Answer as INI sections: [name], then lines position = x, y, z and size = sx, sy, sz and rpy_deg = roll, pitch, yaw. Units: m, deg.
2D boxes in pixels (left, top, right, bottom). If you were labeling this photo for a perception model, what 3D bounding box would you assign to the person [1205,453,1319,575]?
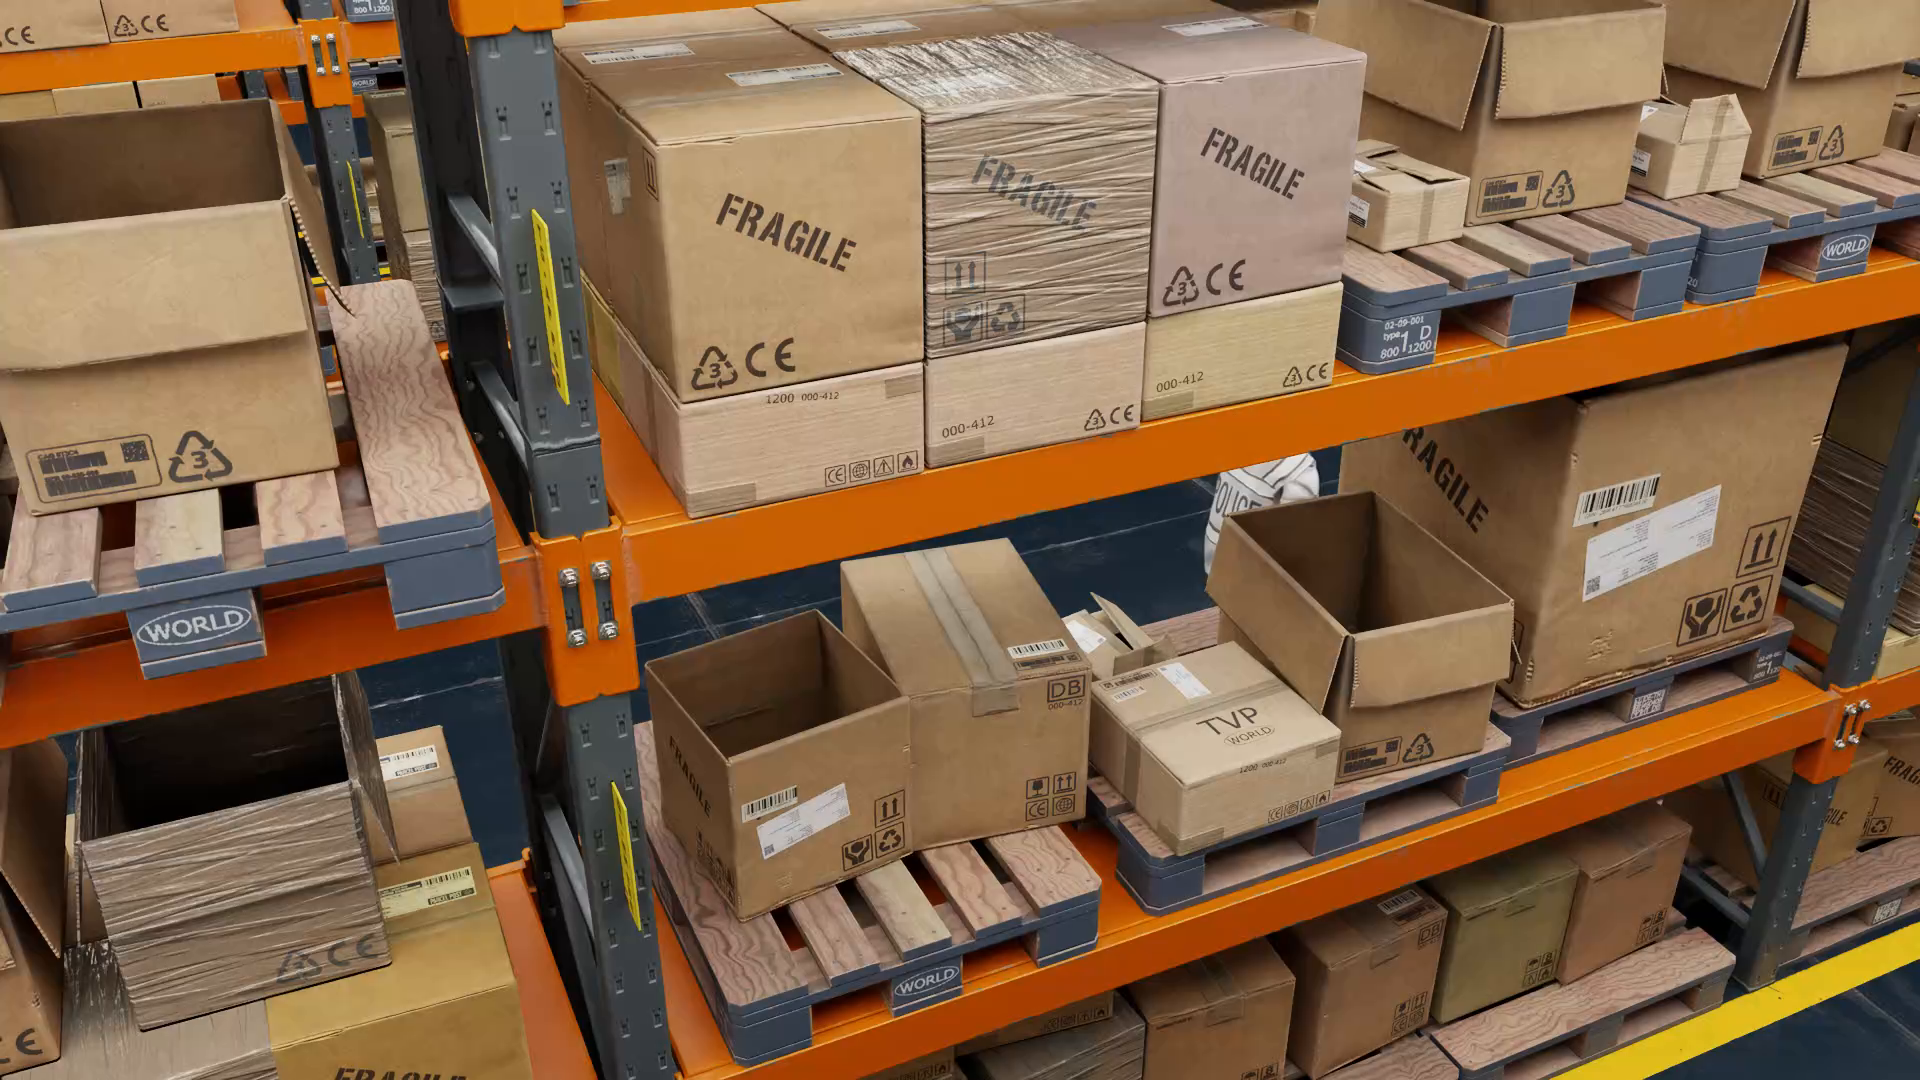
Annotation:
[person]
position = 1.252, 0.128, 6.890
size = 0.436, 1.748, 0.586
rpy_deg = -13, 32, -22
